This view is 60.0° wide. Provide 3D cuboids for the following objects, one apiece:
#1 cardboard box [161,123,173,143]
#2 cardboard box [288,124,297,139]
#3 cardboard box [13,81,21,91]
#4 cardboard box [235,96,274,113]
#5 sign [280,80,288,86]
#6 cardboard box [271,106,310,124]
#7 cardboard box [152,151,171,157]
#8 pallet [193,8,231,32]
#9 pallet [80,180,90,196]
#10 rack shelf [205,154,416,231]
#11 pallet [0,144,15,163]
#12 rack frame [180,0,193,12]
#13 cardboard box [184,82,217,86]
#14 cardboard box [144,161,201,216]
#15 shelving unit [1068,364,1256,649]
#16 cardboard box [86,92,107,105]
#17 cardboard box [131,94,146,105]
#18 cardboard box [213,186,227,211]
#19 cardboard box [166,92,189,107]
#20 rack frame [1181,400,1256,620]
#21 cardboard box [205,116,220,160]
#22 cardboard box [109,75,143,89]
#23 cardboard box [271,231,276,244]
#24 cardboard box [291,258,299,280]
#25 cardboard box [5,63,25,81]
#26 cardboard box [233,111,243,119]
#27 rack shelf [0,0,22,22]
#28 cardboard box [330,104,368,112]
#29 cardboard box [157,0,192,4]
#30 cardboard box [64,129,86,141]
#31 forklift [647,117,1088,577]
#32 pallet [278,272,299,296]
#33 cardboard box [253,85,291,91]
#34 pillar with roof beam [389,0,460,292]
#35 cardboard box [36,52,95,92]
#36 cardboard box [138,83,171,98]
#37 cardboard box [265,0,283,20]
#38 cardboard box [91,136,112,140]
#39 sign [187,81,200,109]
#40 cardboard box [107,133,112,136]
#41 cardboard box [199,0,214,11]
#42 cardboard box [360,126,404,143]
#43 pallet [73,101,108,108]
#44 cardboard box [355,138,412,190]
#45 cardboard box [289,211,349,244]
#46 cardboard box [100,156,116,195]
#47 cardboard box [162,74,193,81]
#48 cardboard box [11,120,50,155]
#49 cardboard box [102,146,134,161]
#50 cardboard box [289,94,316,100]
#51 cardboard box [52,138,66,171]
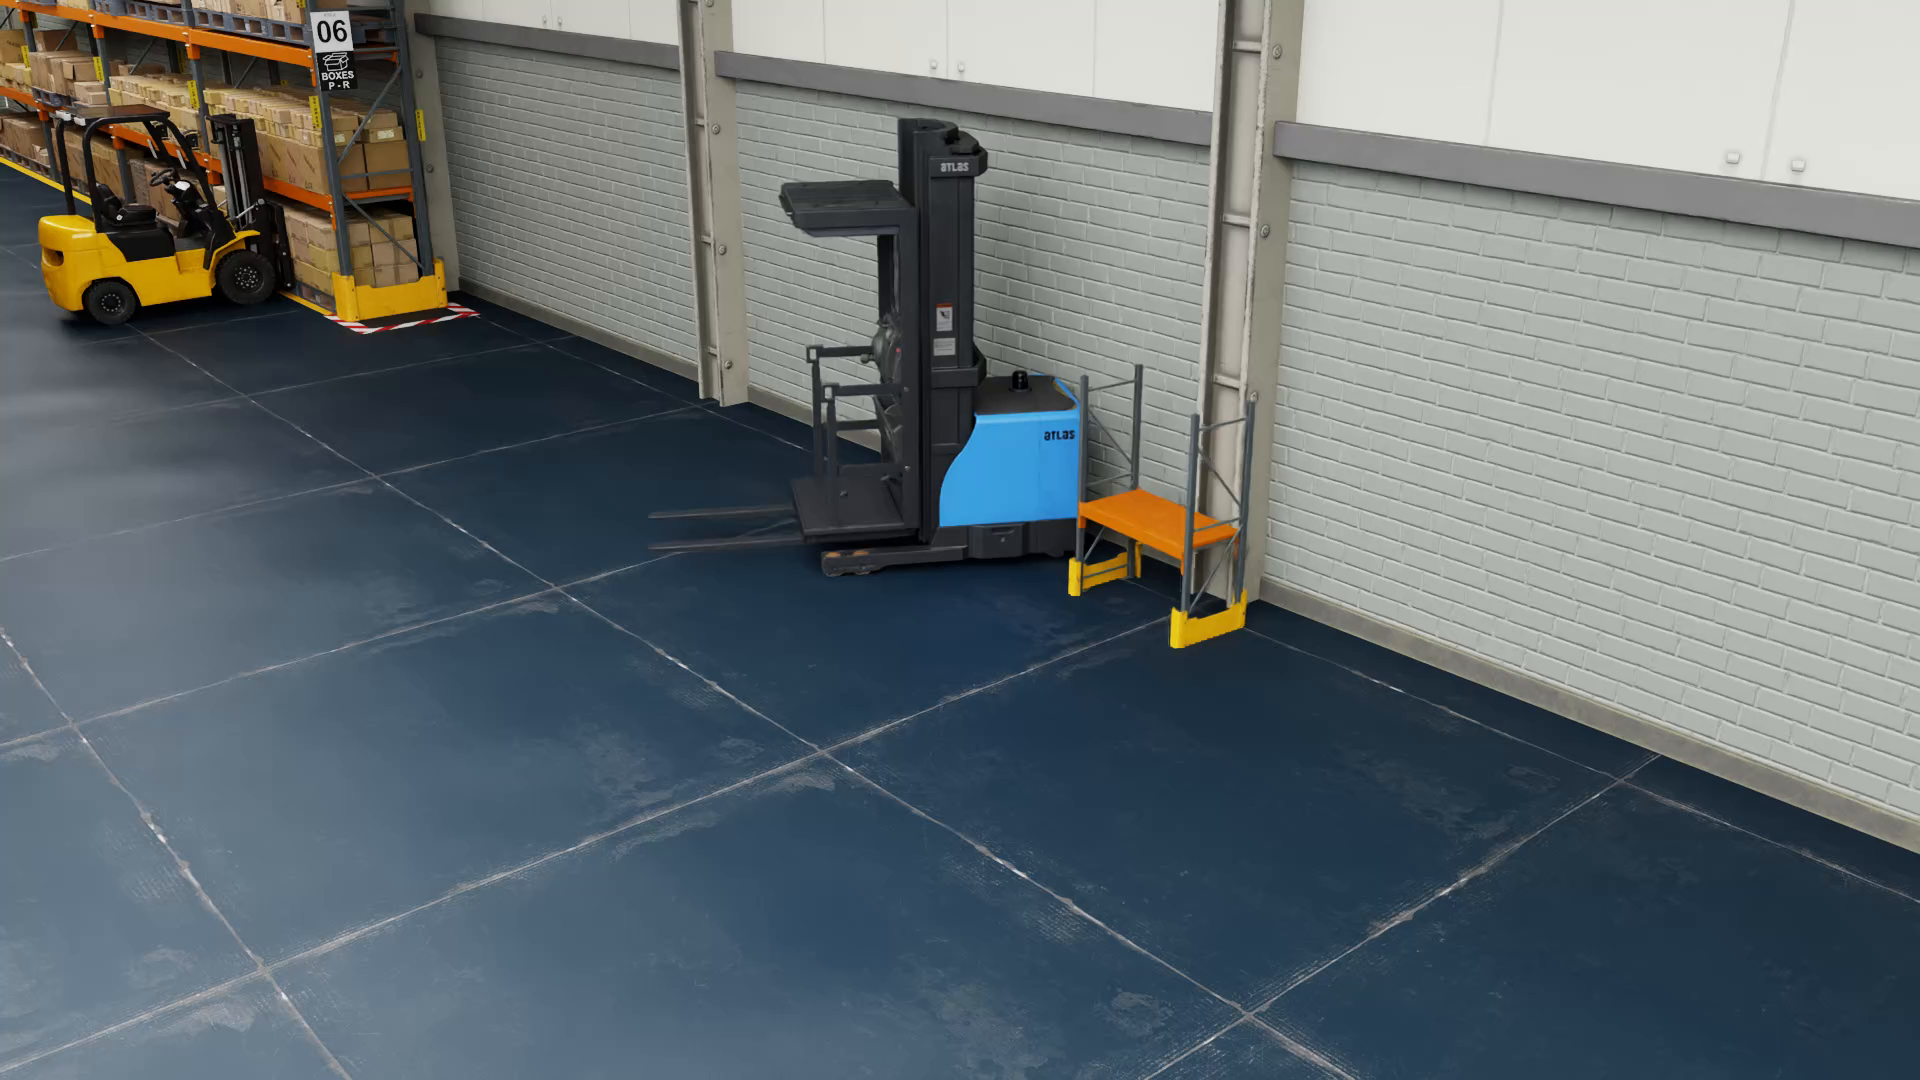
[{"bbox_3d":[-10.076,-5.338,21.705,0.500,0.250,0.500,-17,27,-37],"label":"cardboard box"},{"bbox_3d":[-7.209,-4.542,18.441,0.380,0.149,0.250,-18,27,-38],"label":"cardboard box"},{"bbox_3d":[-15.250,-7.445,27.225,0.380,0.149,0.250,-18,28,-38],"label":"cardboard box"},{"bbox_3d":[-8.240,-5.097,19.450,0.380,0.149,0.250,-18,28,-38],"label":"cardboard box"},{"bbox_3d":[-8.496,-5.621,20.927,0.100,0.325,0.005,-17,27,-37],"label":"sign"},{"bbox_3d":[-7.435,-4.738,18.533,0.380,0.149,0.250,-17,27,-36],"label":"cardboard box"},{"bbox_3d":[-11.631,-5.706,24.401,0.380,0.149,0.250,-16,26,-35],"label":"cardboard box"},{"bbox_3d":[-8.340,-6.174,19.644,1.003,0.211,1.213,-17,27,-37],"label":"pallet"},{"bbox_3d":[-12.778,-5.407,25.501,1.003,0.211,1.213,-17,27,-37],"label":"pallet"},{"bbox_3d":[-7.610,-4.161,19.481,1.077,0.370,4.000,-17,27,-37],"label":"rack shelf"},{"bbox_3d":[-16.178,-6.824,29.119,1.003,0.211,1.213,-17,27,-37],"label":"pallet"},{"bbox_3d":[-8.916,-7.842,19.667,1.000,3.000,0.127,-17,27,-37],"label":"rack frame"},{"bbox_3d":[-10.145,-6.041,22.268,0.380,0.149,0.250,-16,27,-36],"label":"cardboard box"},{"bbox_3d":[-10.698,-4.889,23.034,0.875,0.625,0.625,-16,27,-36],"label":"cardboard box"},{"bbox_3d":[1.266,-0.243,10.547,0.587,1.500,1.083,-15,26,-33],"label":"shelving unit"},{"bbox_3d":[-12.246,-6.322,23.782,0.380,0.149,0.250,-17,27,-36],"label":"cardboard box"},{"bbox_3d":[-10.768,-5.848,22.323,0.500,0.250,0.500,-18,28,-39],"label":"cardboard box"},{"bbox_3d":[-8.838,-4.221,20.471,0.500,0.250,0.500,-18,28,-38],"label":"cardboard box"},{"bbox_3d":[-9.881,-5.627,21.211,0.380,0.149,0.250,-19,28,-39],"label":"cardboard box"},{"bbox_3d":[1.568,-0.089,10.156,0.500,1.500,0.032,-15,26,-33],"label":"rack frame"},{"bbox_3d":[-8.824,-4.910,20.271,0.500,0.500,0.500,-18,28,-39],"label":"cardboard box"},{"bbox_3d":[-11.542,-6.344,23.042,0.380,0.149,0.250,-16,27,-36],"label":"cardboard box"},{"bbox_3d":[-7.855,-3.569,19.493,0.500,0.250,0.500,-18,27,-38],"label":"cardboard box"},{"bbox_3d":[-7.488,-3.193,19.218,0.500,0.250,0.500,-17,27,-37],"label":"cardboard box"},{"bbox_3d":[-15.309,-7.686,27.292,0.500,0.250,0.500,-18,27,-38],"label":"cardboard box"},{"bbox_3d":[-8.271,-4.951,19.486,0.380,0.149,0.250,-18,28,-38],"label":"cardboard box"},{"bbox_3d":[-15.443,-8.873,27.399,1.077,0.370,4.000,-17,27,-37],"label":"rack shelf"},{"bbox_3d":[-6.841,-4.796,18.681,0.380,0.149,0.250,-17,27,-37],"label":"cardboard box"},{"bbox_3d":[-9.573,-6.788,20.497,0.500,0.311,0.500,-19,28,-39],"label":"cardboard box"},{"bbox_3d":[-13.866,-6.372,26.102,0.380,0.149,0.250,-18,28,-39],"label":"cardboard box"},{"bbox_3d":[-0.678,-1.319,11.333,3.031,2.935,1.130,-4,22,-10],"label":"forklift"},{"bbox_3d":[-7.628,-3.183,19.822,1.003,0.211,1.213,-17,27,-37],"label":"pallet"},{"bbox_3d":[-8.479,-5.519,20.528,0.380,0.149,0.250,-17,27,-37],"label":"cardboard box"},{"bbox_3d":[-9.338,-6.119,15.267,9.100,9.000,0.400,-17,27,-37],"label":"pillar with roof beam"},{"bbox_3d":[-13.654,-7.171,25.466,0.700,0.500,0.500,-17,27,-37],"label":"cardboard box"},{"bbox_3d":[-10.692,-5.990,22.138,0.380,0.149,0.250,-17,27,-36],"label":"cardboard box"},{"bbox_3d":[-7.241,-5.746,17.901,0.396,0.266,0.258,-17,27,-37],"label":"cardboard box"},{"bbox_3d":[-13.007,-6.017,25.194,0.380,0.149,0.250,-17,27,-37],"label":"cardboard box"},{"bbox_3d":[-9.321,-5.419,20.227,0.100,0.325,0.005,-17,27,-37],"label":"sign"},{"bbox_3d":[-13.012,-6.270,25.840,0.380,0.149,0.250,-17,27,-36],"label":"cardboard box"},{"bbox_3d":[-8.558,-6.358,19.400,0.500,0.311,0.500,-17,27,-36],"label":"cardboard box"},{"bbox_3d":[-6.330,-4.447,18.199,0.380,0.149,0.250,-18,28,-39],"label":"cardboard box"},{"bbox_3d":[-12.023,-6.235,24.053,1.213,0.211,1.003,-17,27,-37],"label":"pallet"},{"bbox_3d":[-6.418,-4.193,18.439,0.500,0.500,0.500,-16,27,-36],"label":"cardboard box"},{"bbox_3d":[-7.180,-3.517,18.673,0.500,0.250,0.500,-17,27,-36],"label":"cardboard box"},{"bbox_3d":[-12.285,-5.392,24.489,0.500,0.500,0.500,-18,28,-38],"label":"cardboard box"},{"bbox_3d":[-10.906,-6.415,23.223,0.380,0.149,0.250,-17,27,-36],"label":"cardboard box"},{"bbox_3d":[-15.624,-6.789,28.055,0.500,0.500,0.500,-17,27,-36],"label":"cardboard box"},{"bbox_3d":[-12.243,-5.631,24.211,0.380,0.149,0.250,-19,28,-40],"label":"cardboard box"},{"bbox_3d":[-7.667,-5.158,19.605,0.380,0.149,0.250,-18,28,-38],"label":"cardboard box"},{"bbox_3d":[-13.993,-6.103,26.305,0.500,0.500,0.500,-16,26,-35],"label":"cardboard box"}]
